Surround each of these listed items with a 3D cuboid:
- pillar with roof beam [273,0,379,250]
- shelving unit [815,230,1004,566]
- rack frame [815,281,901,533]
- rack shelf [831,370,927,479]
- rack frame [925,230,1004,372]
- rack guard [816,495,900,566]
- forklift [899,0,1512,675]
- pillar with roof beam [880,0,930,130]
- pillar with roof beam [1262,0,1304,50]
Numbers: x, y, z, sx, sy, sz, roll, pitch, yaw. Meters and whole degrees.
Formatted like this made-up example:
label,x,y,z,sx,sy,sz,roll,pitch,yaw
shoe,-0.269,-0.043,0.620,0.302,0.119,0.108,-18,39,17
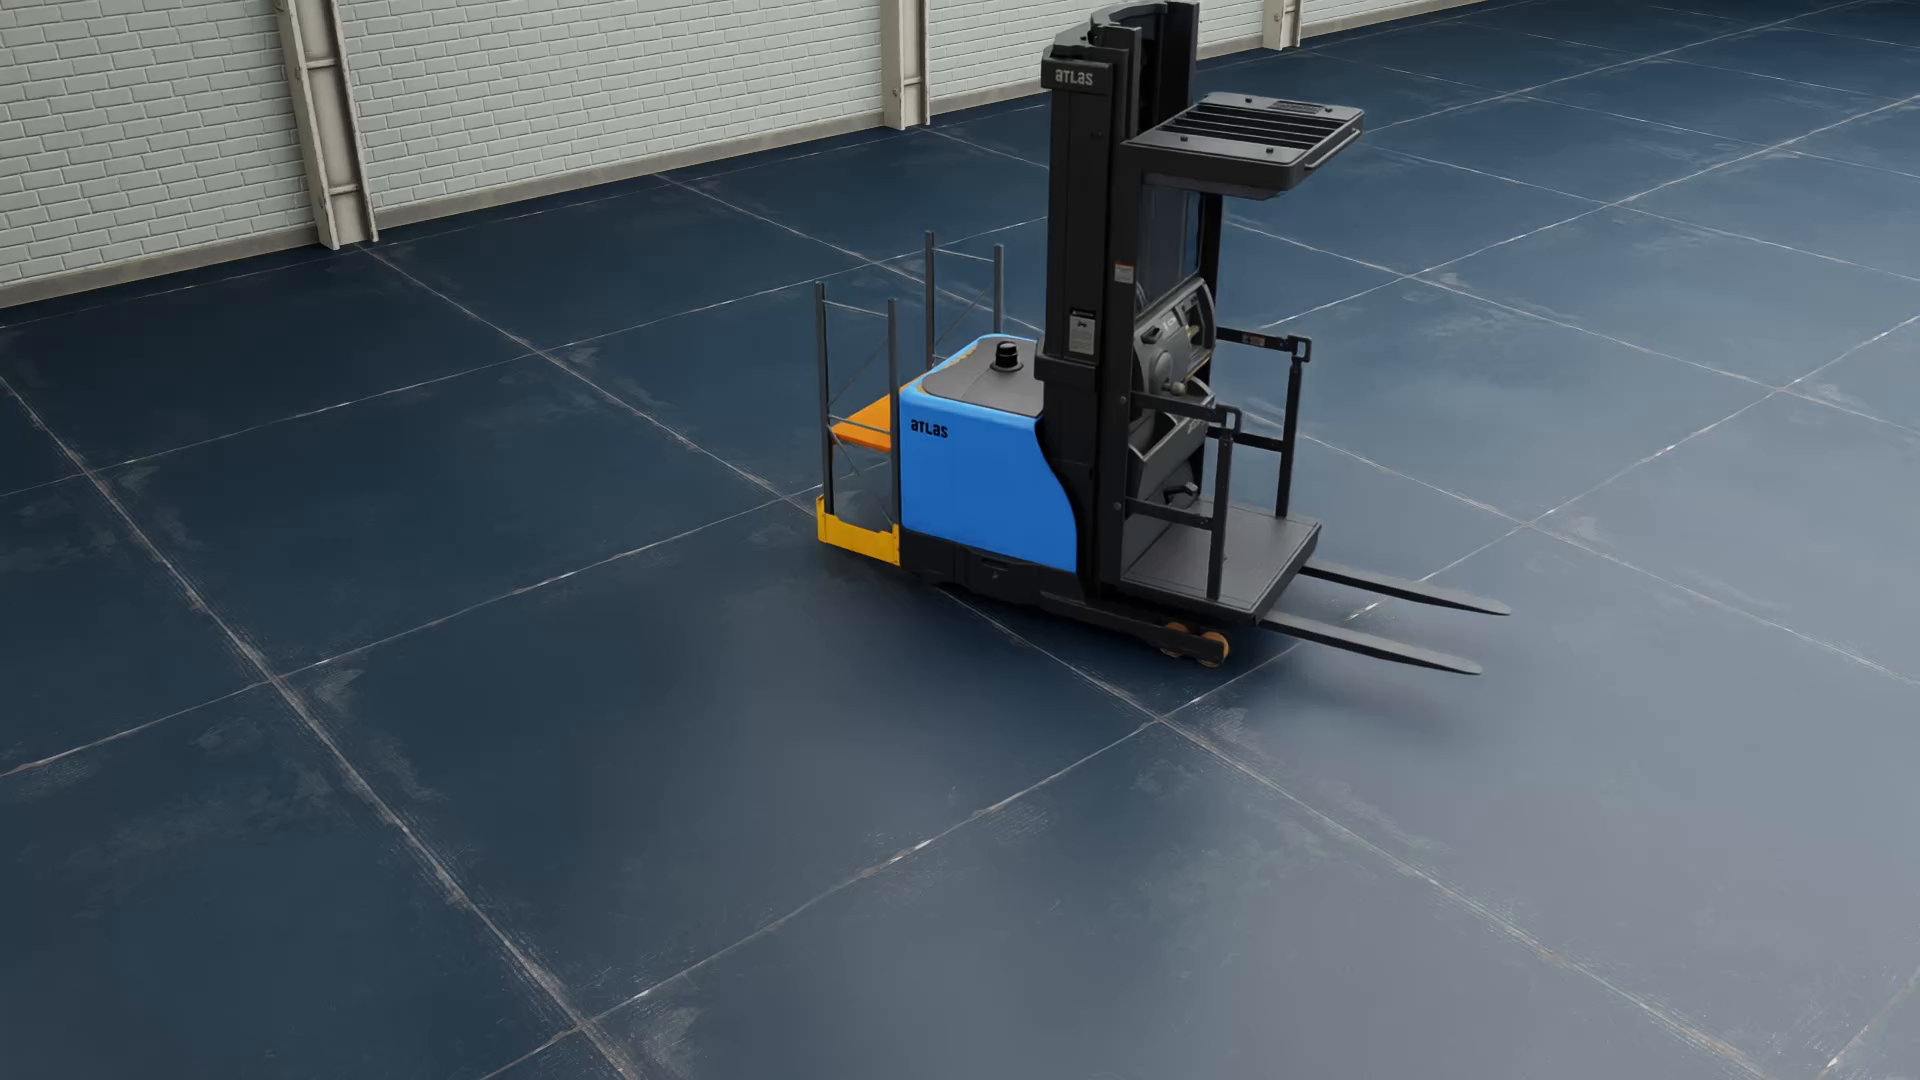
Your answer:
label,x,y,z,sx,sy,sz,roll,pitch,yaw
pillar with roof beam,-2.330,-4.934,8.935,0.400,9.000,9.100,-22,35,-35
shelving unit,-0.259,-0.802,9.160,0.587,1.500,1.083,17,32,29
rack frame,-0.529,-0.604,8.790,0.500,1.500,0.032,17,32,29
rack shelf,-0.254,-0.647,9.251,0.538,0.185,1.000,17,32,29
rack frame,0.021,-1.007,9.543,0.500,1.500,0.032,17,32,29
rack guard,-0.529,-0.054,9.085,0.587,0.250,0.087,17,32,29
forklift,1.218,-0.962,7.940,3.031,2.935,1.130,14,31,25
pillar with roof beam,2.234,-6.770,12.370,0.400,9.000,9.100,-22,35,-35
pillar with roof beam,6.799,-8.605,15.805,0.400,9.000,9.100,-22,35,-35
